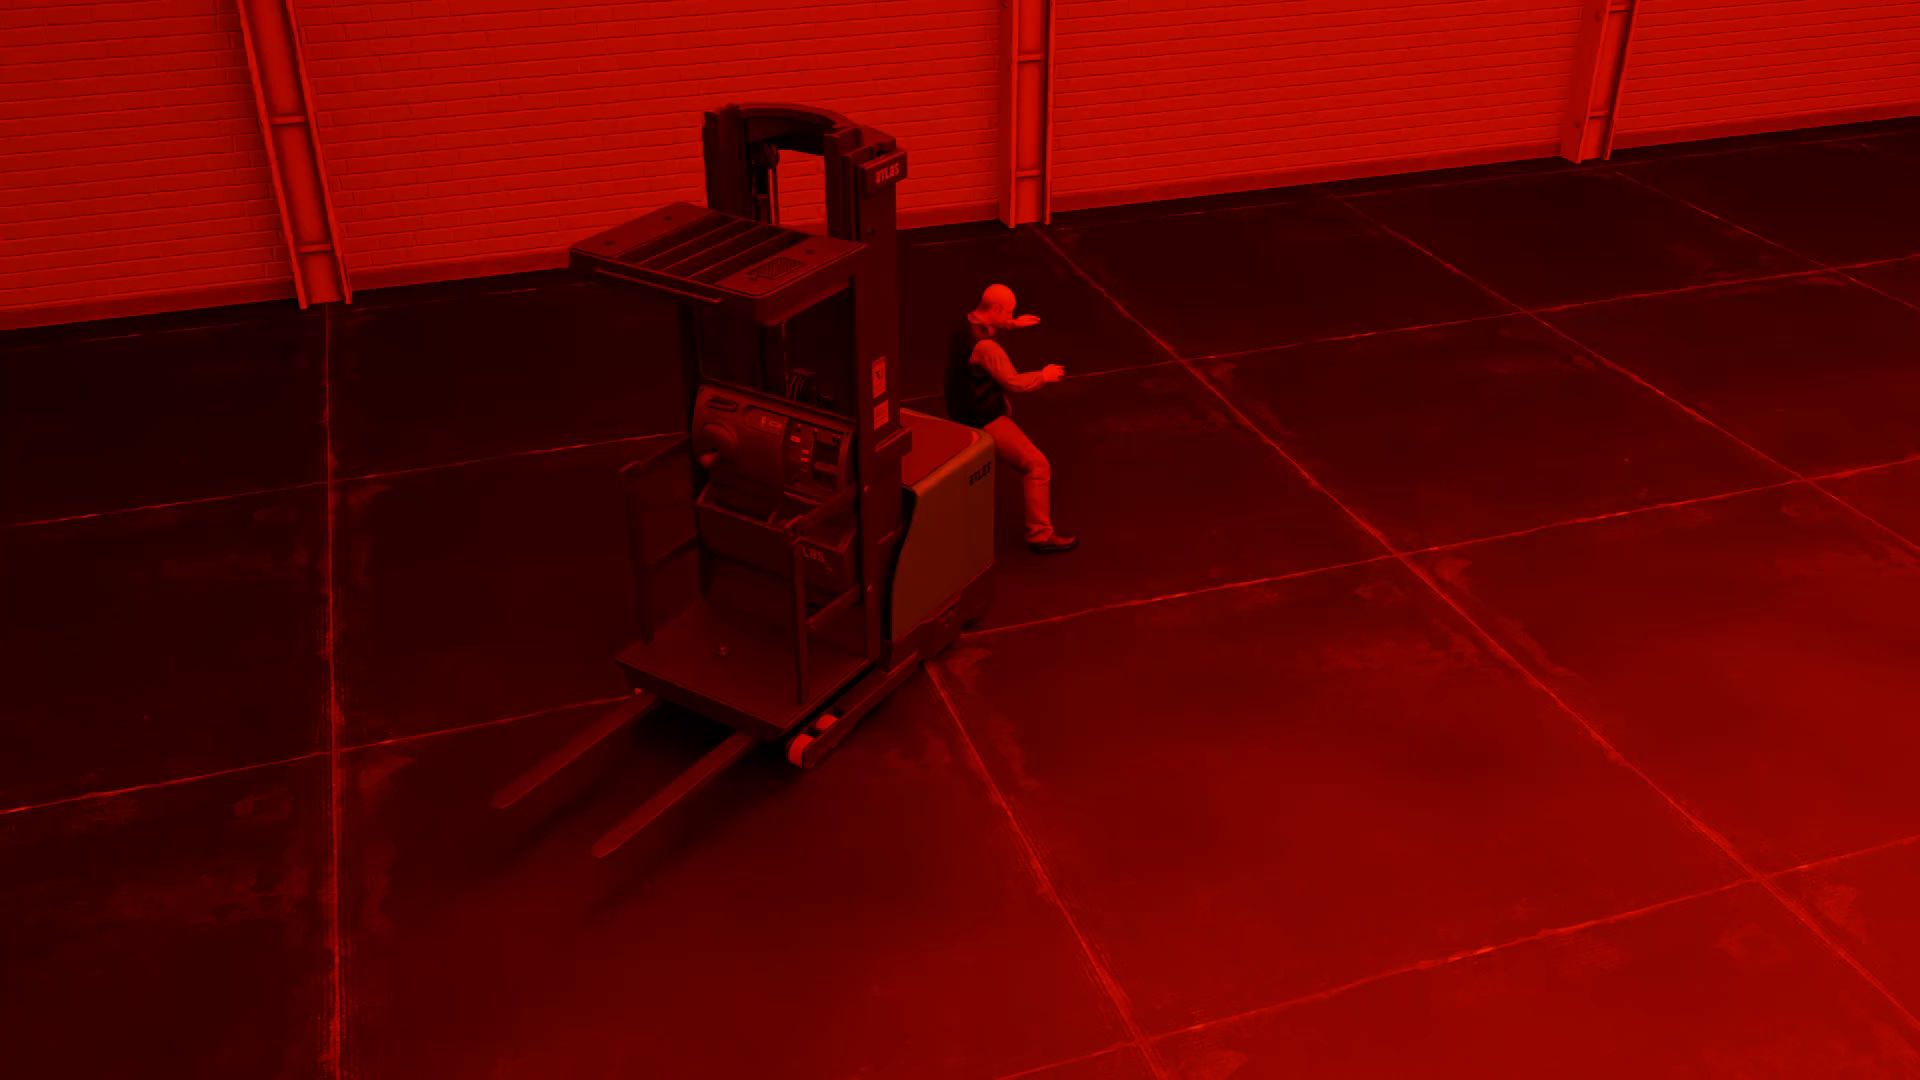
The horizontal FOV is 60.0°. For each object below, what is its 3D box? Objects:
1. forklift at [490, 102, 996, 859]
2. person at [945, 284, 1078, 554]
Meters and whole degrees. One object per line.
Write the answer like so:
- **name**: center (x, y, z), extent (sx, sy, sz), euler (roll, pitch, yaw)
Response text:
- **forklift**: center (-1.020, -0.425, 7.826), extent (1.130, 2.935, 3.031), euler (18, 34, 28)
- **person**: center (0.257, -0.845, 9.996), extent (0.709, 1.497, 1.204), euler (-6, 30, -10)
